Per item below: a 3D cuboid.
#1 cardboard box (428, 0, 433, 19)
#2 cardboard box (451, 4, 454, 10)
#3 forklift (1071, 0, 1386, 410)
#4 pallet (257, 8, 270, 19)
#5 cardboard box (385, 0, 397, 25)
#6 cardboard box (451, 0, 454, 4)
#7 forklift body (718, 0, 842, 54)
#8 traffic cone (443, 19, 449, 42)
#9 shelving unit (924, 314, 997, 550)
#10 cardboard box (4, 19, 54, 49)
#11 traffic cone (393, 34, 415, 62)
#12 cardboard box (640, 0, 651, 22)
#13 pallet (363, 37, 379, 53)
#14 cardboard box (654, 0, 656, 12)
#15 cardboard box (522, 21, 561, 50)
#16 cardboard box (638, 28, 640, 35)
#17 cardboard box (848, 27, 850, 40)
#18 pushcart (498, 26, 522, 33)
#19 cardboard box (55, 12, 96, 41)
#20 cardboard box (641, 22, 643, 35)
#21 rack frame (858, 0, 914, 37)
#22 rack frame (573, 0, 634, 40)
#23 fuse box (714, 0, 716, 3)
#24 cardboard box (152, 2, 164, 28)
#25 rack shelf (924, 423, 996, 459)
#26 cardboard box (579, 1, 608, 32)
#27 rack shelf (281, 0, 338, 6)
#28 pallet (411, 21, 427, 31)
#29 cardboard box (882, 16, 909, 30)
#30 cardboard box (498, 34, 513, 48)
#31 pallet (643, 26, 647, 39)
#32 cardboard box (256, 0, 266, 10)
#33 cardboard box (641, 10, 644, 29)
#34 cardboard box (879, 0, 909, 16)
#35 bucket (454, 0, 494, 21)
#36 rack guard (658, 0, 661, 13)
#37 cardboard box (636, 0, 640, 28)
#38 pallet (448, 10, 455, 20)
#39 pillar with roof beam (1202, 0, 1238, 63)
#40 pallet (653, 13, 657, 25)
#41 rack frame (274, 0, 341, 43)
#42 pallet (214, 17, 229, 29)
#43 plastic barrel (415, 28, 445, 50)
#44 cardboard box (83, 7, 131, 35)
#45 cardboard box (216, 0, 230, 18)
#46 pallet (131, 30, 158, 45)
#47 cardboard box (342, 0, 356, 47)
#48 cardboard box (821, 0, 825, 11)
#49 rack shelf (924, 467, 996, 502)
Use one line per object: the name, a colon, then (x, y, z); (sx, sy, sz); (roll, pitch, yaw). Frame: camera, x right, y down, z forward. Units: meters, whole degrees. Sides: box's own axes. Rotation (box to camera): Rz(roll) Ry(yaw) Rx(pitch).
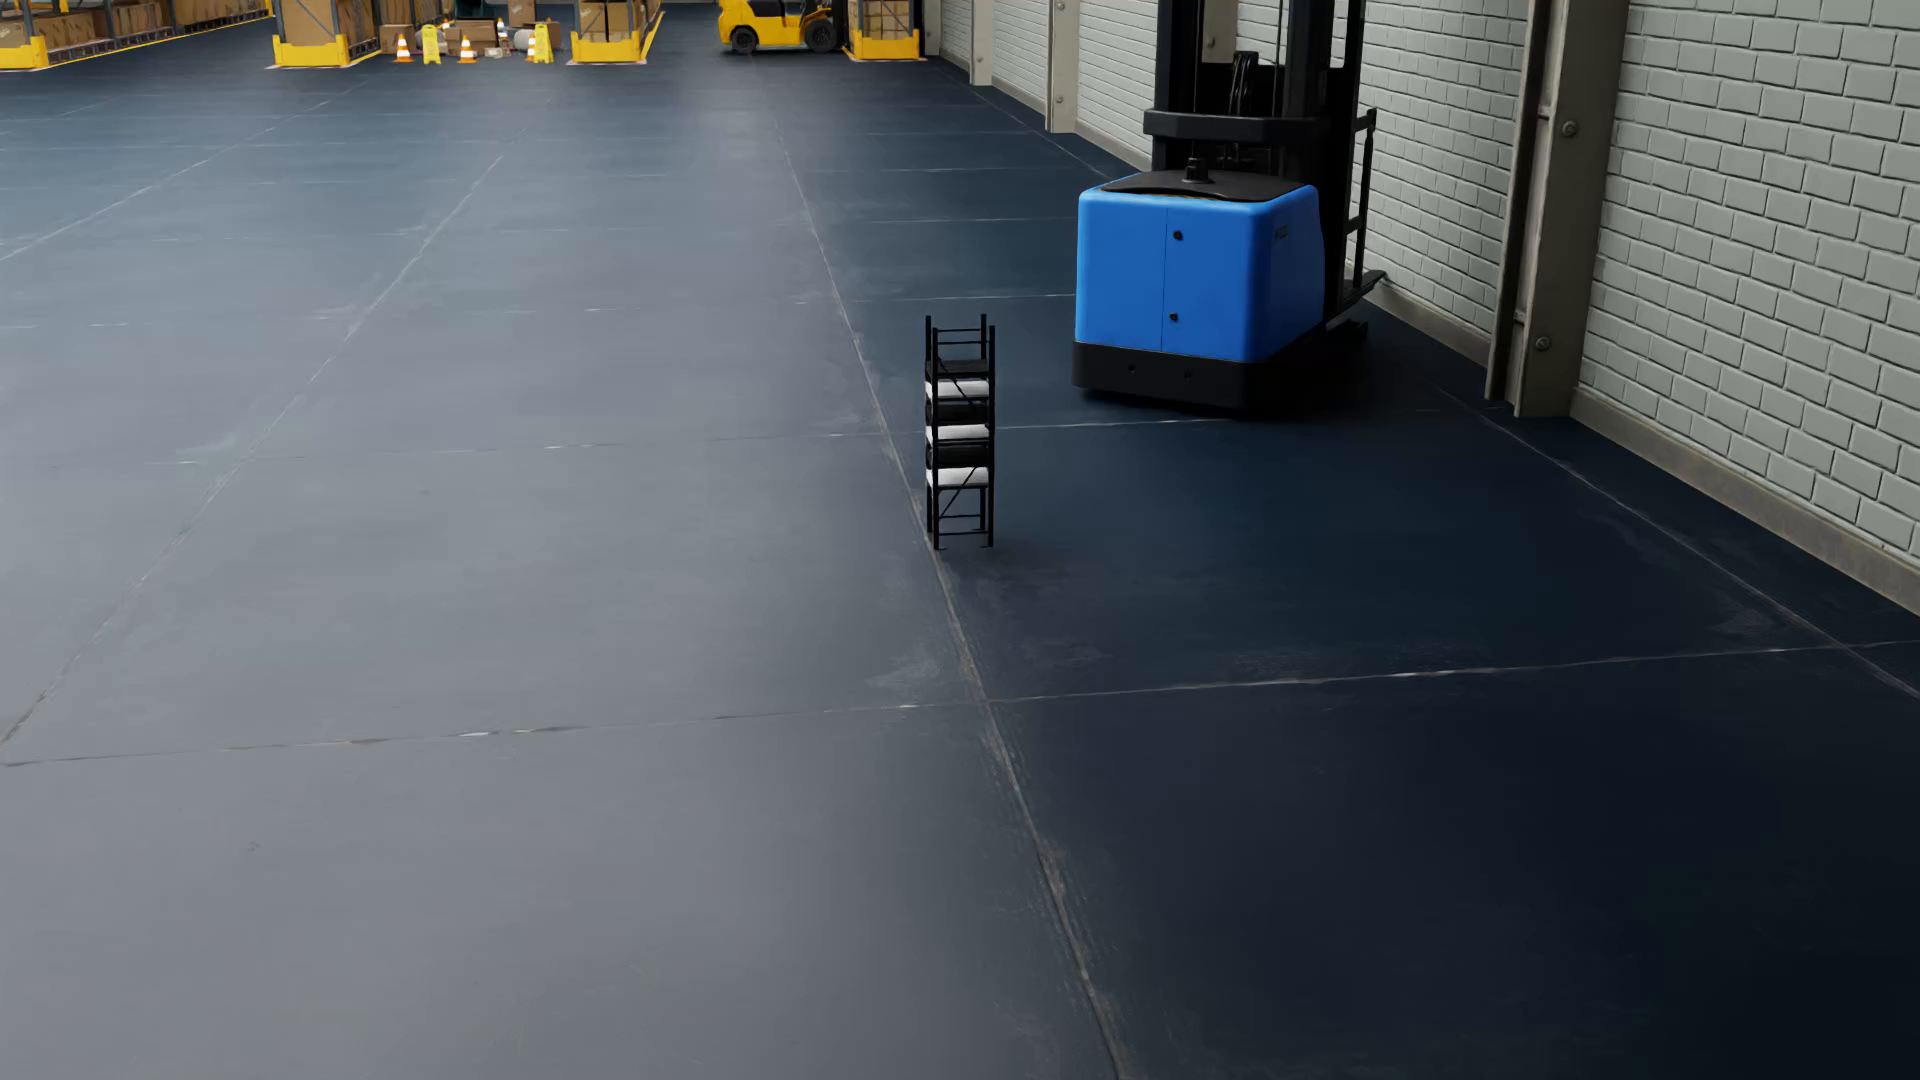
cardboard box: (-12.348, -12.163, 37.966); (0.500, 0.500, 0.500); (-3, 21, -9)
cardboard box: (-12.885, -13.365, 41.687); (0.380, 0.149, 0.250); (-3, 21, -7)
forklift: (1.727, -2.490, 9.195); (1.130, 2.935, 3.031); (11, 23, 26)
pallet: (-18.154, -13.326, 42.095); (1.003, 0.211, 1.213); (-3, 21, -8)
cardboard box: (-12.008, -10.653, 33.568); (1.050, 0.750, 0.750); (-3, 21, -8)
cardboard box: (-12.816, -13.411, 41.385); (0.380, 0.149, 0.250); (-3, 21, -7)
forklift body: (-3.401, -10.284, 31.177); (2.313, 2.155, 1.214); (-3, 21, -8)
traffic cone: (-10.393, -10.318, 33.680); (0.336, 0.463, 0.334); (-3, 21, -8)
shelving unit: (-0.001, -0.424, 6.566); (0.258, 0.900, 0.210); (-3, 21, -8)
cardboard box: (-16.234, -8.814, 29.000); (0.500, 0.500, 0.500); (2, 21, 6)
traffic cone: (-9.789, -8.648, 29.209); (0.336, 0.463, 0.334); (-3, 21, -8)
cardboard box: (-7.404, -12.080, 37.209); (0.875, 0.875, 0.875); (-3, 21, -8)
pallet: (-11.662, -9.392, 31.562); (1.003, 0.211, 1.213); (-3, 21, -8)
cardboard box: (-7.948, -13.240, 40.939); (0.875, 0.438, 0.875); (-3, 21, -9)
cardboard box: (-8.003, -9.641, 31.812); (0.500, 0.500, 0.500); (12, 24, 29)
cardboard box: (-6.143, -9.245, 30.511); (0.500, 0.250, 0.500); (-2, 21, -6)
cardboard box: (-1.828, -9.519, 31.245); (0.500, 0.250, 0.500); (-3, 21, -7)
pushcart: (-9.059, -9.890, 32.656); (1.648, 0.377, 0.936); (-11, 23, -26)
cardboard box: (-16.599, -9.636, 31.201); (0.500, 0.500, 0.500); (-4, 21, -9)
cardboard box: (-6.459, -9.968, 32.448); (0.500, 0.250, 0.500); (-2, 21, -5)
rack frame: (-1.323, -10.117, 29.517); (1.000, 3.000, 0.127); (-3, 21, -8)
rack frame: (-6.234, -9.866, 28.844); (1.000, 3.000, 0.127); (-3, 21, -8)
fuse box: (-7.277, -16.808, 49.274); (0.539, 1.711, 0.414); (-3, 21, -8)
cardboard box: (-17.077, -10.940, 34.663); (0.700, 0.500, 0.500); (-4, 21, -11)
rack shelf: (-0.001, -0.393, 6.578); (0.258, 0.077, 0.200); (-3, 21, -8)
cardboard box: (-6.607, -9.390, 29.827); (0.500, 0.500, 0.500); (-3, 21, -7)
rack shelf: (-11.406, -9.936, 30.061); (1.077, 0.370, 4.000); (-3, 21, -8)
pallet: (-12.382, -11.315, 36.710); (1.003, 0.211, 1.213); (-3, 21, -8)
cardboard box: (-1.185, -9.433, 30.301); (0.500, 0.250, 0.500); (-3, 21, -7)
cardboard box: (-8.817, -9.580, 31.985); (0.396, 0.266, 0.258); (17, 27, 39)
pallet: (-7.103, -10.637, 34.894); (1.003, 0.211, 1.213); (-3, 21, -8)
cardboard box: (-18.175, -13.889, 42.053); (0.875, 0.875, 0.875); (-3, 21, -8)
cardboard box: (-6.996, -10.647, 34.090); (0.950, 0.372, 0.625); (-2, 21, -4)
cardboard box: (-1.205, -9.670, 30.221); (0.500, 0.250, 0.500); (-3, 21, -9)
bucket: (-9.393, -10.214, 32.282); (0.726, 0.611, 0.620); (4, 11, 11)
rack guard: (-8.544, -14.243, 44.135); (1.175, 0.500, 0.348); (-3, 21, -8)
cardboard box: (-6.224, -9.782, 30.877); (0.500, 0.500, 0.500); (-3, 21, -7)
pallet: (-13.158, -13.084, 41.445); (1.003, 0.211, 1.213); (-3, 21, -8)
pillar with roof beam: (-2.196, -6.765, 11.967); (9.100, 9.000, 0.400); (-3, 21, -8)
pallet: (-7.778, -12.451, 39.751); (1.003, 0.211, 1.213); (-3, 21, -8)
rack frame: (-11.118, -9.581, 28.081); (1.000, 3.000, 0.127); (-3, 21, -8)
pallet: (-17.584, -11.951, 38.412); (1.003, 0.211, 1.213); (-3, 21, -8)
plastic barrel: (-10.013, -9.444, 31.396); (0.512, 0.421, 0.421); (12, 24, 30)
cardboard box: (-16.734, -10.166, 32.591); (0.700, 0.500, 0.500); (-3, 21, -8)
cardboard box: (-17.658, -12.501, 38.337); (1.225, 0.875, 0.875); (-3, 21, -8)
pallet: (-16.910, -10.137, 33.556); (1.003, 0.211, 1.213); (-3, 21, -8)
cardboard box: (-11.410, -9.318, 29.815); (0.875, 0.875, 0.875); (-3, 21, -9)
cardboard box: (-2.983, -12.582, 39.089); (0.500, 0.500, 0.500); (-4, 21, -10)
rack shelf: (-0.001, -0.225, 6.641); (0.258, 0.077, 0.200); (-3, 21, -8)
